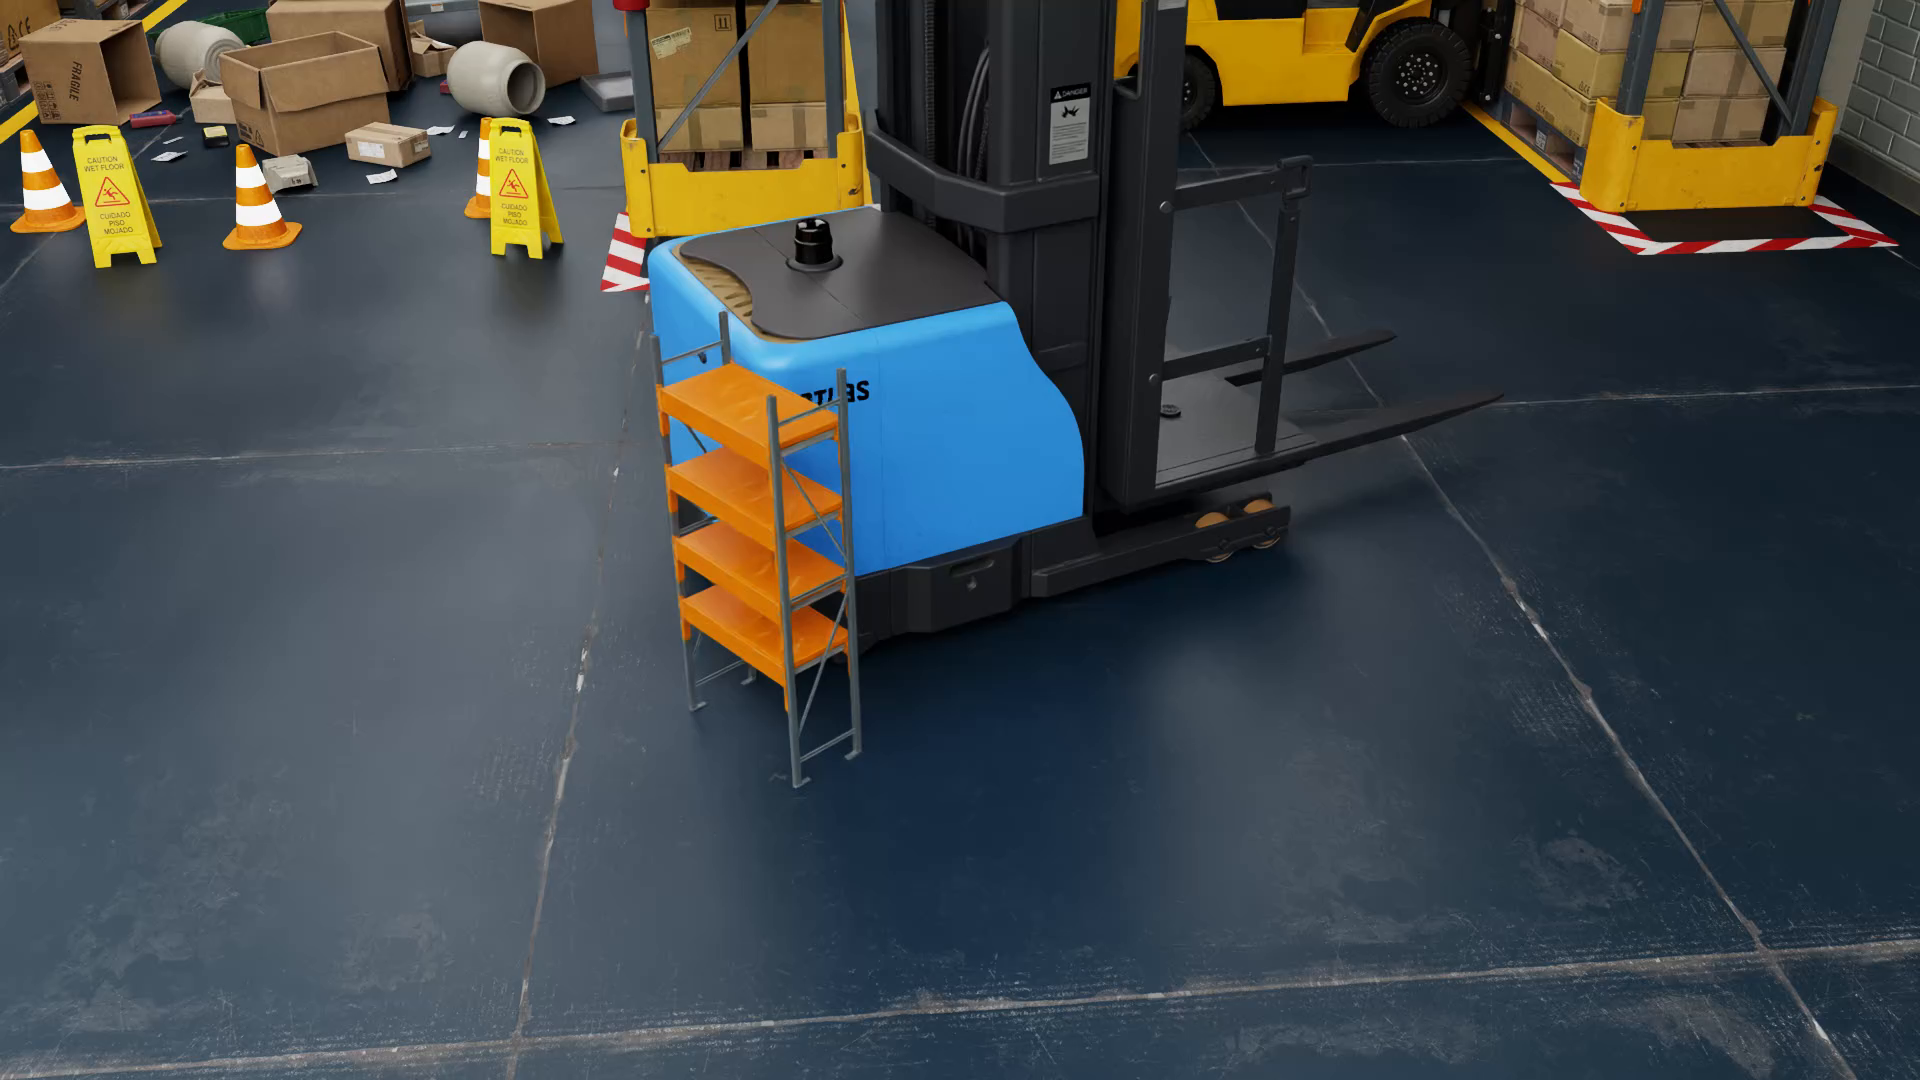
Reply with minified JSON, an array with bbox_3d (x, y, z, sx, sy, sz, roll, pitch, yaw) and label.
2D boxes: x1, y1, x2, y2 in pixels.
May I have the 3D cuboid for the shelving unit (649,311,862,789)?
[{"bbox_3d":[-0.540,0.039,4.514,0.258,1.200,0.503,-26,40,-36],"label":"shelving unit"}]

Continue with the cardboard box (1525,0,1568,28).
[{"bbox_3d":[3.467,-3.013,9.166,0.500,0.250,0.500,-2,31,-4],"label":"cardboard box"}]

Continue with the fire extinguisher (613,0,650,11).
[{"bbox_3d":[-1.515,-2.750,7.504,0.296,0.674,0.183,-3,31,-5],"label":"fire extinguisher"}]

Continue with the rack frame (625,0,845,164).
[{"bbox_3d":[-1.067,-2.864,7.619,1.000,3.000,0.127,-3,31,-5],"label":"rack frame"}]

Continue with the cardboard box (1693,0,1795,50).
[{"bbox_3d":[4.018,-2.787,8.787,0.500,0.250,0.500,-3,31,-5],"label":"cardboard box"}]

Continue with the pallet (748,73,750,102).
[{"bbox_3d":[-1.226,-2.743,10.137,1.003,0.211,1.213,-3,31,-5],"label":"pallet"}]

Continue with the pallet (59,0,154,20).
[{"bbox_3d":[-6.507,-3.810,11.923,1.003,0.211,1.213,-3,31,-5],"label":"pallet"}]

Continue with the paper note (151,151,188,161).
[{"bbox_3d":[-4.438,-2.160,9.338,0.144,0.017,0.142,8,32,13],"label":"paper note"}]

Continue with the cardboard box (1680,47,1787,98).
[{"bbox_3d":[4.037,-2.568,8.908,0.500,0.250,0.500,-2,31,-4],"label":"cardboard box"}]

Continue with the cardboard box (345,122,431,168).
[{"bbox_3d":[-3.201,-2.212,9.308,0.380,0.149,0.250,13,33,21],"label":"cardboard box"}]

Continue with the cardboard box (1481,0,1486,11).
[{"bbox_3d":[3.369,-3.326,10.178,0.500,0.250,0.500,-3,31,-5],"label":"cardboard box"}]

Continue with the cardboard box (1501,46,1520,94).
[{"bbox_3d":[3.441,-2.838,9.848,0.500,0.250,0.500,-2,31,-4],"label":"cardboard box"}]

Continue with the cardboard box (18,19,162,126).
[{"bbox_3d":[-5.193,-2.802,9.950,0.500,0.500,0.500,2,31,4],"label":"cardboard box"}]

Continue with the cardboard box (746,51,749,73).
[{"bbox_3d":[-1.541,-3.049,10.201,0.500,0.250,0.500,-3,31,-5],"label":"cardboard box"}]

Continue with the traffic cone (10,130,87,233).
[{"bbox_3d":[-4.622,-1.825,8.354,0.336,0.463,0.334,-3,31,-5],"label":"traffic cone"}]

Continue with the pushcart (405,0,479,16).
[{"bbox_3d":[-3.706,-3.645,11.485,1.648,0.377,0.936,-14,33,-22],"label":"pushcart"}]

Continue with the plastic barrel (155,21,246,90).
[{"bbox_3d":[-4.726,-3.005,10.369,0.512,0.421,0.421,20,36,29],"label":"plastic barrel"}]

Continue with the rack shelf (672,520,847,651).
[{"bbox_3d":[-0.540,0.096,4.549,0.258,0.148,0.480,-26,40,-36],"label":"rack shelf"}]

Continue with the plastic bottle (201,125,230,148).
[{"bbox_3d":[-4.304,-2.339,9.606,0.133,0.061,0.283,-14,33,-22],"label":"plastic bottle"}]

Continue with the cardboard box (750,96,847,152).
[{"bbox_3d":[-0.867,-2.289,8.928,0.500,0.250,0.500,-3,31,-5],"label":"cardboard box"}]

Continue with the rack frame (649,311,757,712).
[{"bbox_3d":[-0.708,-0.052,4.666,0.240,1.200,0.015,-26,40,-36],"label":"rack frame"}]

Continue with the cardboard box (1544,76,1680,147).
[{"bbox_3d":[3.516,-2.328,8.994,0.500,0.250,0.500,-3,31,-4],"label":"cardboard box"}]

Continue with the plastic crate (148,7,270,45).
[{"bbox_3d":[-5.039,-3.409,11.217,0.450,0.188,0.662,4,30,26],"label":"plastic crate"}]

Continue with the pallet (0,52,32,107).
[{"bbox_3d":[-6.367,-3.028,10.613,1.003,0.211,1.213,-3,31,-5],"label":"pallet"}]

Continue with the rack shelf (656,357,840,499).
[{"bbox_3d":[-0.541,-0.298,4.312,0.258,0.148,0.480,-26,40,-36],"label":"rack shelf"}]

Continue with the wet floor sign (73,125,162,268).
[{"bbox_3d":[-4.012,-1.644,7.873,0.267,0.644,0.232,-8,32,-13],"label":"wet floor sign"}]

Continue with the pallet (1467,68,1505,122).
[{"bbox_3d":[3.651,-2.916,10.426,1.003,0.211,1.213,-3,31,-5],"label":"pallet"}]

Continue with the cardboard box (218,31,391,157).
[{"bbox_3d":[-3.752,-2.567,9.557,0.637,0.503,0.797,27,40,37],"label":"cardboard box"}]

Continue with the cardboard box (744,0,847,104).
[{"bbox_3d":[-0.870,-2.623,8.756,0.500,0.500,0.500,-4,31,-6],"label":"cardboard box"}]

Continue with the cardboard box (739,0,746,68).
[{"bbox_3d":[-1.454,-2.848,9.134,0.500,0.500,0.500,-2,31,-3],"label":"cardboard box"}]

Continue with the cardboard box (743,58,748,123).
[{"bbox_3d":[-1.451,-2.528,9.329,0.500,0.250,0.500,-3,31,-4],"label":"cardboard box"}]

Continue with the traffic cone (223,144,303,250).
[{"bbox_3d":[-3.465,-1.705,8.154,0.336,0.463,0.334,-3,31,-5],"label":"traffic cone"}]

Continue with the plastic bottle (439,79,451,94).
[{"bbox_3d":[-3.187,-2.896,10.538,0.133,0.061,0.283,2,31,4],"label":"plastic bottle"}]

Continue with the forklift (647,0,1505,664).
[{"bbox_3d":[0.551,-1.407,5.247,3.031,2.935,1.130,-15,34,-24],"label":"forklift"}]

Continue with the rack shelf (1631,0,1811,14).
[{"bbox_3d":[3.688,-3.816,9.914,1.077,0.370,4.000,-3,31,-5],"label":"rack shelf"}]

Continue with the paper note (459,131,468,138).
[{"bbox_3d":[-2.899,-2.368,9.704,0.032,0.001,0.123,-3,31,-5],"label":"paper note"}]

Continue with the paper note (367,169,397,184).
[{"bbox_3d":[-3.137,-1.976,9.029,0.148,0.019,0.142,-14,33,-22],"label":"paper note"}]

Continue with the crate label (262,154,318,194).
[{"bbox_3d":[-3.600,-1.964,8.904,0.250,0.136,0.298,-20,36,-30],"label":"crate label"}]

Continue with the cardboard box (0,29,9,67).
[{"bbox_3d":[-6.283,-3.101,9.678,0.875,0.875,0.875,-3,31,-4],"label":"cardboard box"}]

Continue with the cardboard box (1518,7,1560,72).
[{"bbox_3d":[3.482,-2.808,9.310,0.500,0.250,0.500,-3,31,-5],"label":"cardboard box"}]

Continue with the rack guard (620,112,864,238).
[{"bbox_3d":[-1.074,-1.829,8.325,1.175,0.500,0.348,-3,31,-5],"label":"rack guard"}]
